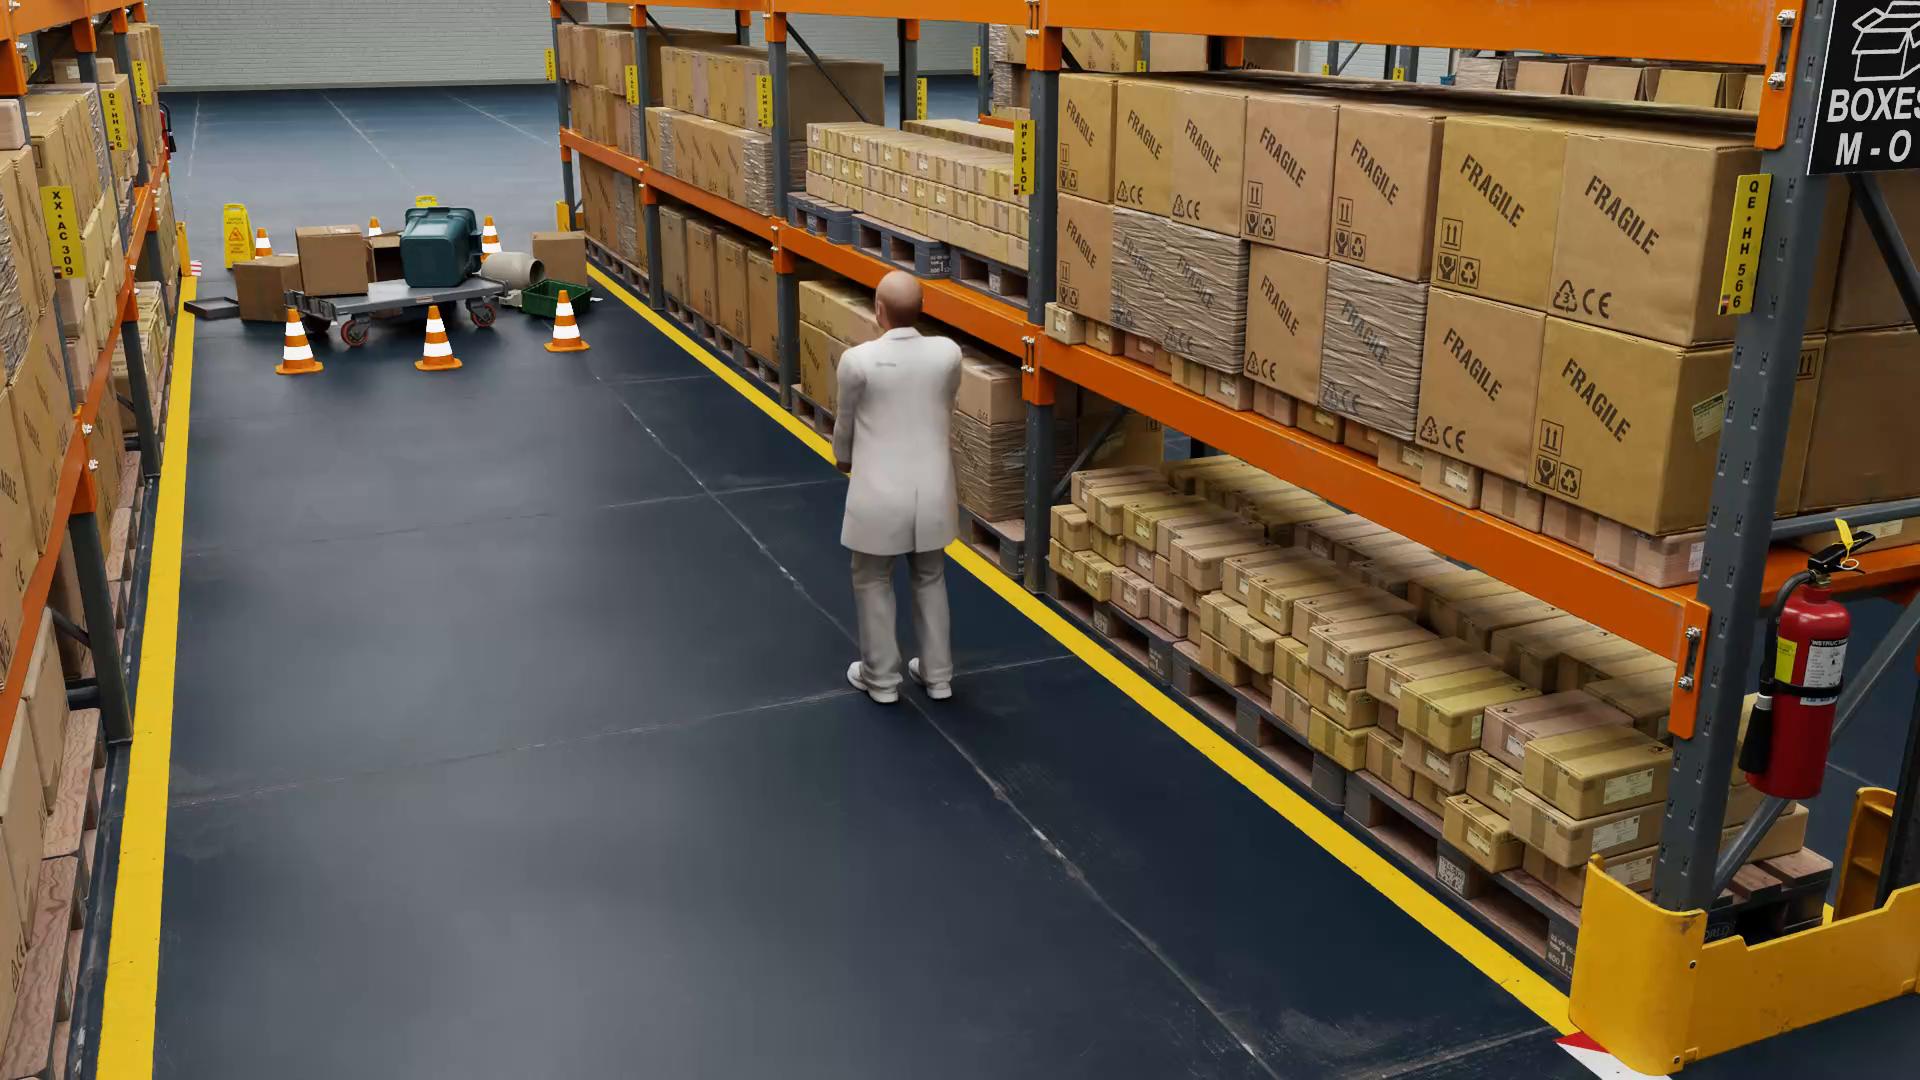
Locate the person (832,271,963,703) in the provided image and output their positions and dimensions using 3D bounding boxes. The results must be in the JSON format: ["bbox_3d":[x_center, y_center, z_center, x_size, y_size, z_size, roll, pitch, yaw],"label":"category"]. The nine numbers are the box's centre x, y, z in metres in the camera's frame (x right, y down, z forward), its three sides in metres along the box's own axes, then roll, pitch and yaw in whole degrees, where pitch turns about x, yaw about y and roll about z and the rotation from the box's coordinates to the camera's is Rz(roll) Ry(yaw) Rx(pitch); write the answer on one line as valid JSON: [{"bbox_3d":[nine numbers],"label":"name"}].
[{"bbox_3d":[-0.281,-0.228,6.768,0.525,1.779,0.545,-8,20,-22],"label":"person"}]
